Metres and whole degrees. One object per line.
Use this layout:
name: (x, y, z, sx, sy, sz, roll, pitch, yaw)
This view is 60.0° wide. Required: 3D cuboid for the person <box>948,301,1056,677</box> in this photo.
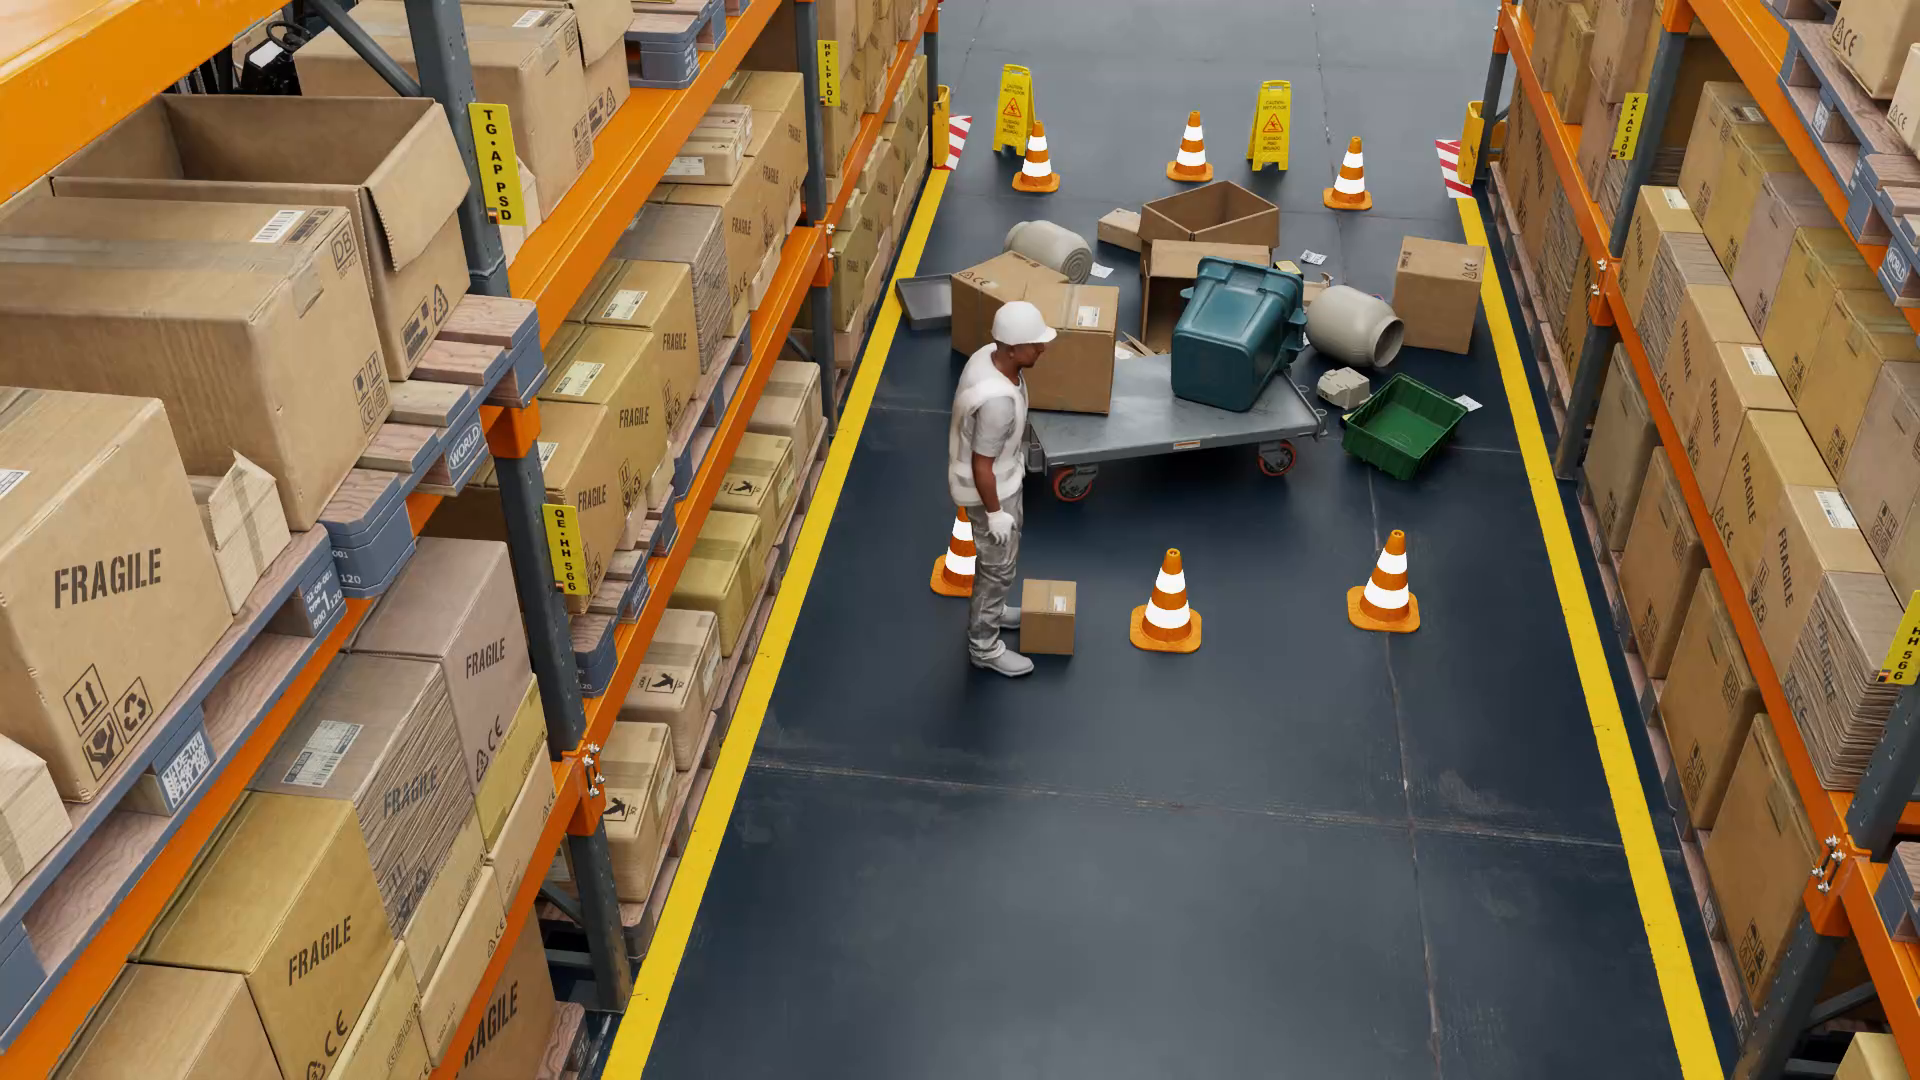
person: (0.176, -0.245, 7.371, 0.448, 1.774, 0.617, 4, 36, 5)
